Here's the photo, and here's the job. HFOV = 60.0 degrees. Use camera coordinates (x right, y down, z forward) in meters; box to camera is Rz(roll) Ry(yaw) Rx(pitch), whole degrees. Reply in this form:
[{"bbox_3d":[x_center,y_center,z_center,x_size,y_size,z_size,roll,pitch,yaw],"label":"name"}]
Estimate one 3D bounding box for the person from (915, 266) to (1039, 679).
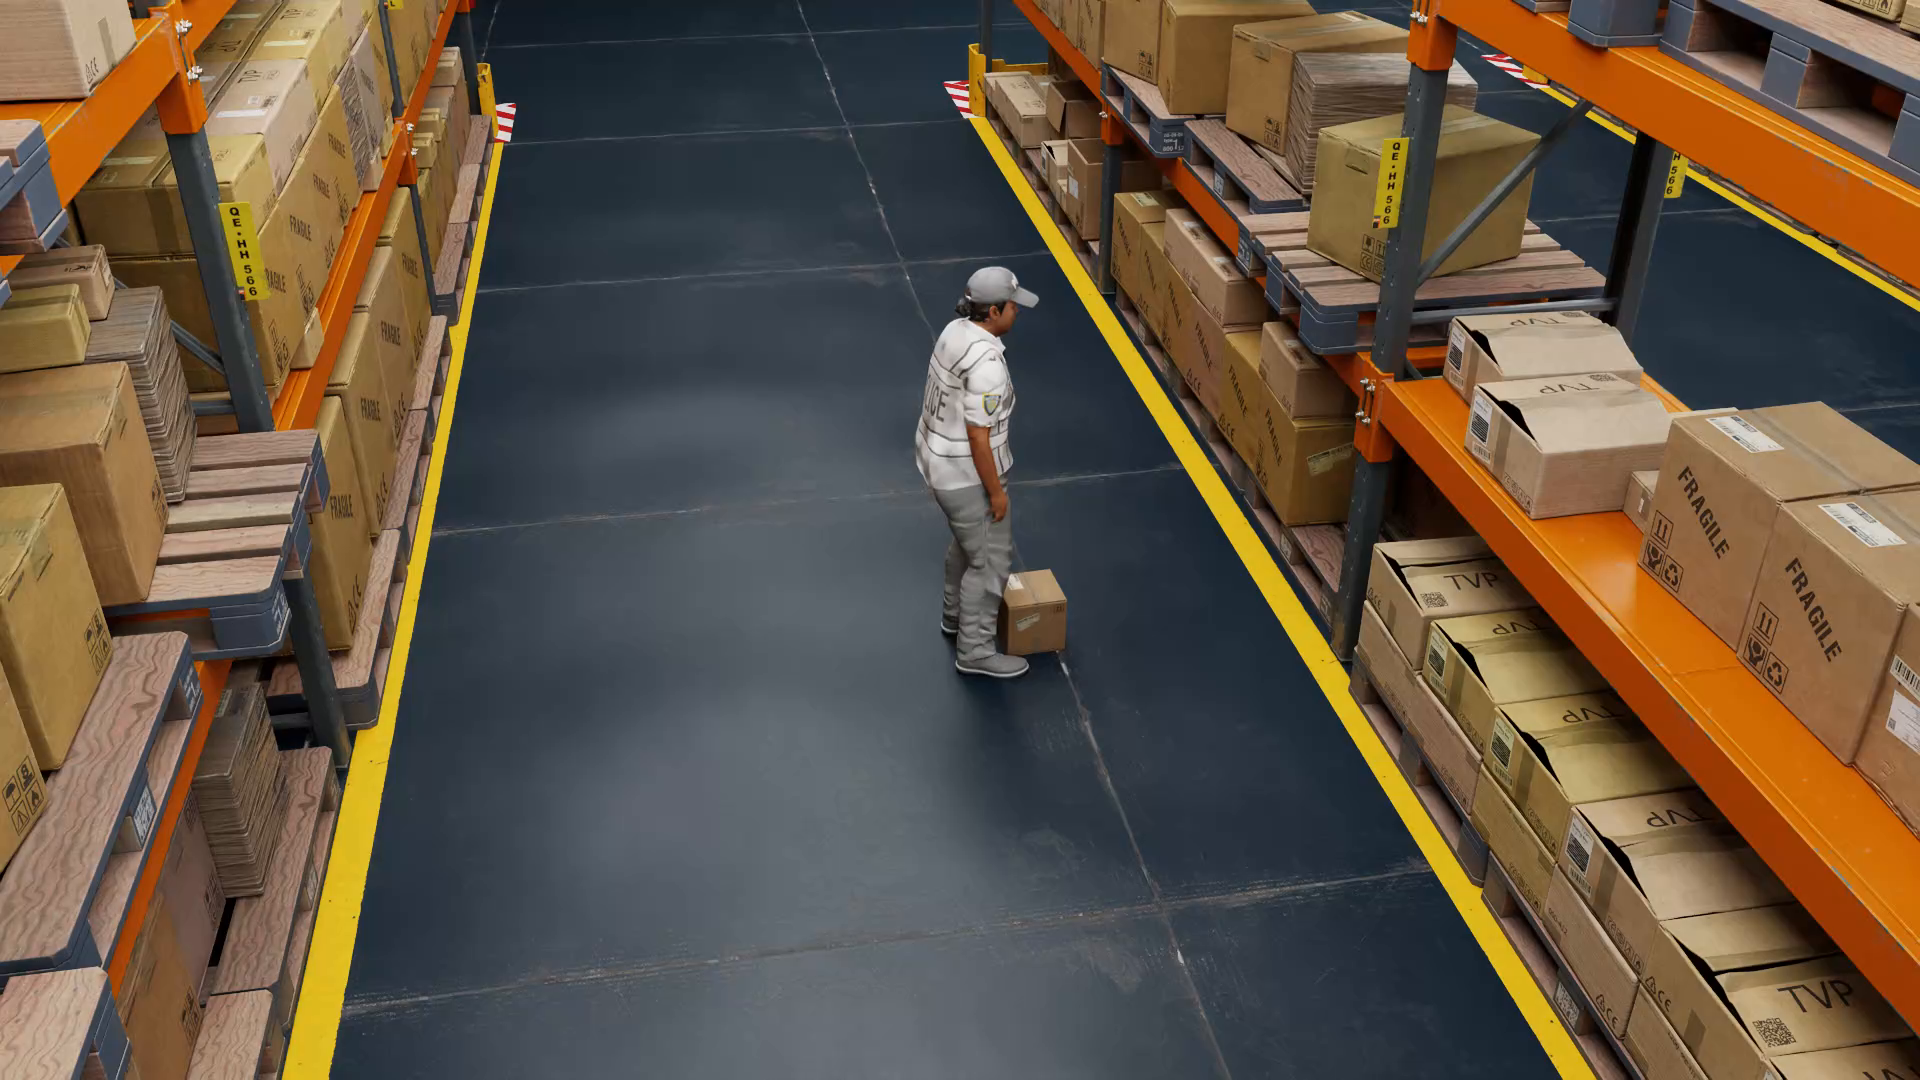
[{"bbox_3d":[0.077,-0.275,6.587,0.469,1.665,0.560,-7,32,-12],"label":"person"}]
